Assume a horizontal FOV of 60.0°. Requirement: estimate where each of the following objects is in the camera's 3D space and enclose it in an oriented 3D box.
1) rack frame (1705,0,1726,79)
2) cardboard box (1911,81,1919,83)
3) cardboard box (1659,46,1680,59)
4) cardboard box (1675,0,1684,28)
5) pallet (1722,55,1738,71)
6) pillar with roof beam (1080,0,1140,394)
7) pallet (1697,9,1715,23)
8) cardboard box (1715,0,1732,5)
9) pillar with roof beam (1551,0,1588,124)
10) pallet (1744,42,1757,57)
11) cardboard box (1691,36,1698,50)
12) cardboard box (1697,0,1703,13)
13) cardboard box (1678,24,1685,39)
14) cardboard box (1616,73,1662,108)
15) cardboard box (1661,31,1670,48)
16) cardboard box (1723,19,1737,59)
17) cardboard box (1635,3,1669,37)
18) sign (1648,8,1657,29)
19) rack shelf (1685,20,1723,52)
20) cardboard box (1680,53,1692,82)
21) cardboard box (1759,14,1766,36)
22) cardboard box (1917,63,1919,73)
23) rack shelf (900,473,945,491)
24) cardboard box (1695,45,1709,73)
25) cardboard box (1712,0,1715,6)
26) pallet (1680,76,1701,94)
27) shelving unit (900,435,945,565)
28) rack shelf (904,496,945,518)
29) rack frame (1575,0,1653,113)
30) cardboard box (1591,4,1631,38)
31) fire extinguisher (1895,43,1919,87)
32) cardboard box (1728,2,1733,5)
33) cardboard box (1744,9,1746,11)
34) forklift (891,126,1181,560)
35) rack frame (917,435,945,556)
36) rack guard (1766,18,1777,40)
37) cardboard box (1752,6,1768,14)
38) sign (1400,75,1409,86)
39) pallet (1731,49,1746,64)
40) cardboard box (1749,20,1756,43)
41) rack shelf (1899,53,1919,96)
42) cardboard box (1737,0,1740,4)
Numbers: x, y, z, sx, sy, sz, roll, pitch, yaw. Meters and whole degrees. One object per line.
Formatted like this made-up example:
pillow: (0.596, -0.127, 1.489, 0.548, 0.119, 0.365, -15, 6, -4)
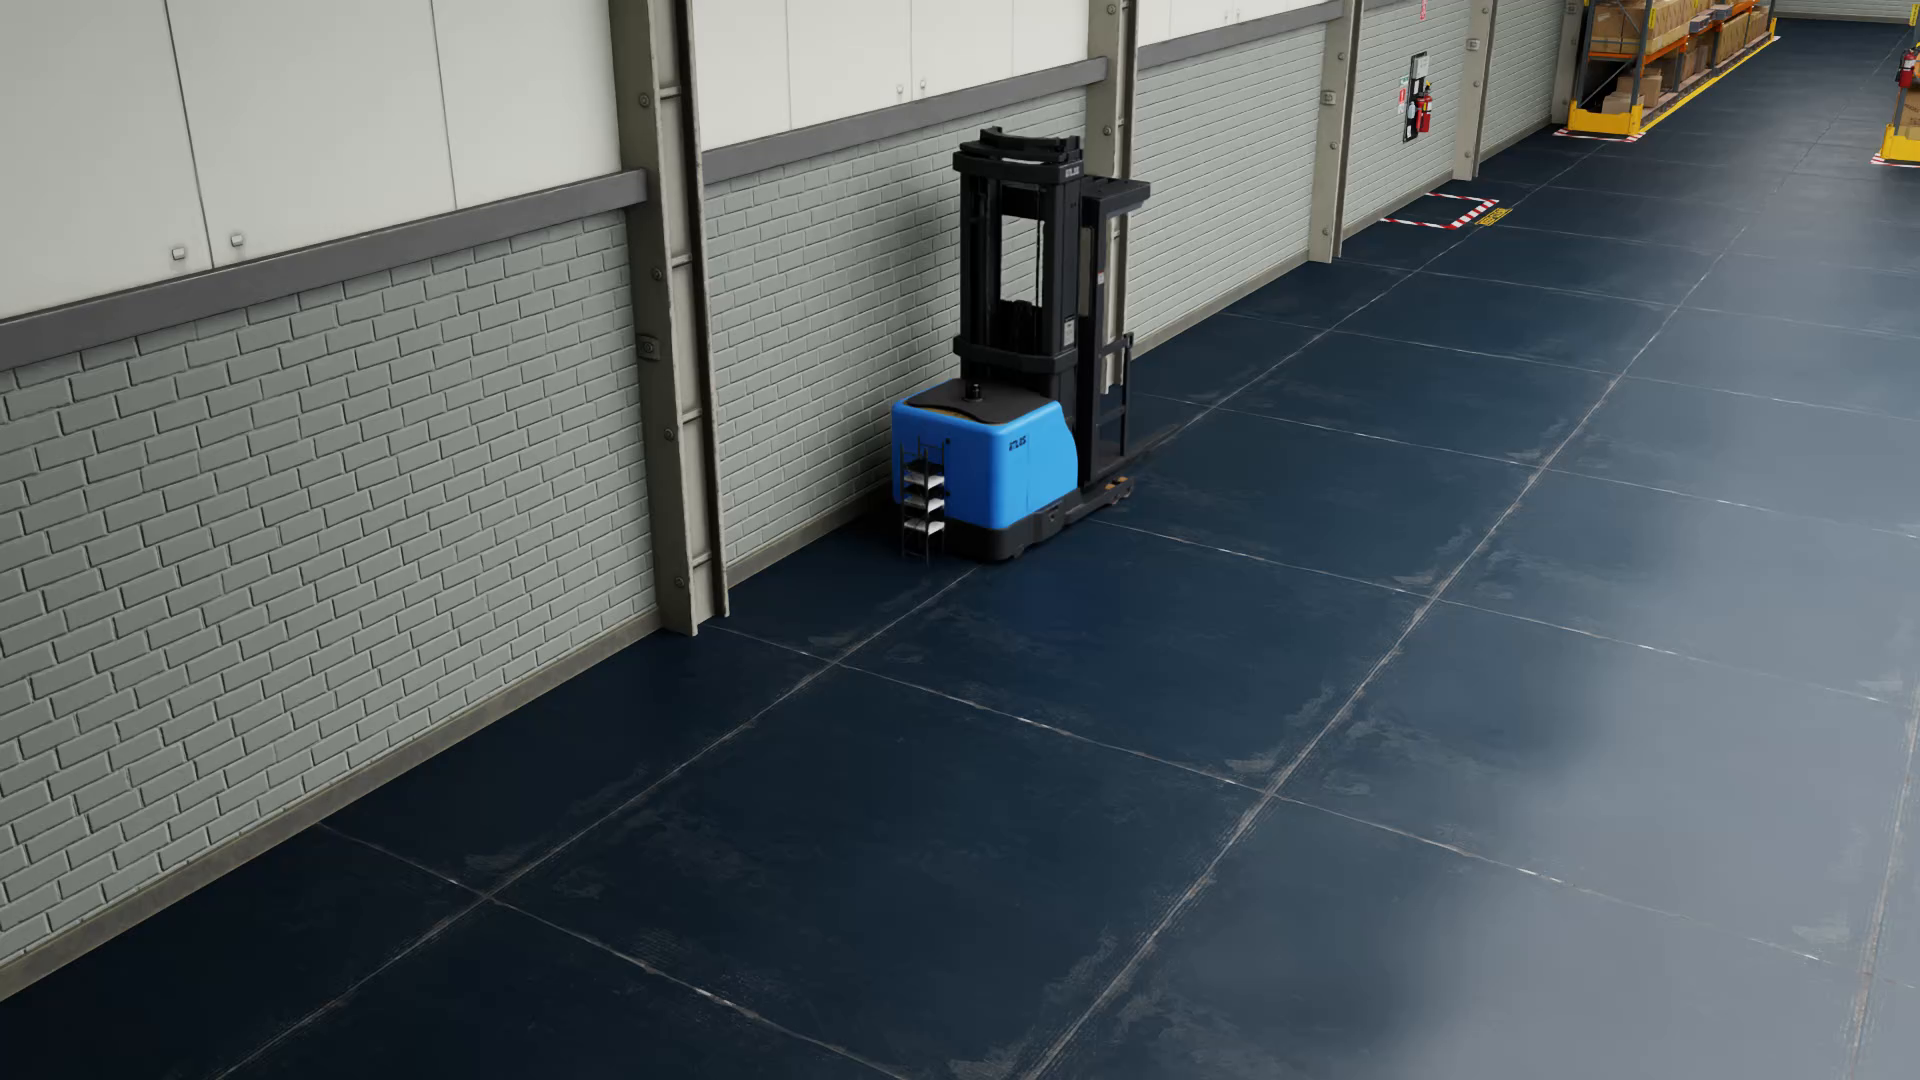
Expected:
rack frame: (15.434, -11.214, 34.714, 1.000, 3.000, 0.127, 14, 27, 29)
cardboard box: (16.235, -7.505, 28.134, 0.500, 0.500, 0.500, 14, 27, 29)
cardboard box: (13.928, -9.664, 32.783, 0.500, 0.250, 0.500, 13, 27, 28)
cardboard box: (12.805, -9.587, 30.175, 0.500, 0.500, 0.500, 13, 27, 27)
pallet: (16.559, -10.595, 36.794, 1.003, 0.211, 1.213, 14, 27, 29)
pillar with roof beam: (5.011, -4.707, 12.132, 9.100, 9.000, 0.400, 14, 27, 29)
pallet: (14.425, -10.449, 33.189, 1.003, 0.211, 1.213, 14, 27, 29)
cardboard box: (15.908, -11.516, 34.886, 0.500, 0.500, 0.500, 15, 27, 30)
pillar with roof beam: (14.506, -10.783, 26.166, 9.100, 9.000, 0.400, 14, 27, 29)
pallet: (18.012, -11.525, 38.942, 1.003, 0.211, 1.213, 14, 27, 29)
cardboard box: (14.745, -10.180, 33.974, 0.500, 0.250, 0.500, 14, 27, 30)
cardboard box: (14.243, -10.692, 32.830, 0.700, 0.500, 0.500, 18, 29, 36)
cardboard box: (13.062, -9.415, 30.721, 0.500, 0.250, 0.500, 14, 27, 29)
cardboard box: (12.386, -8.213, 30.375, 0.700, 0.500, 0.500, 12, 26, 26)
cardboard box: (12.277, -8.902, 29.536, 0.500, 0.250, 0.500, 13, 27, 28)
cardboard box: (16.401, -10.935, 36.248, 0.750, 0.750, 0.750, 14, 27, 29)
cardboard box: (11.991, -9.061, 28.961, 0.500, 0.500, 0.500, 14, 27, 29)
sign: (11.675, -8.798, 28.043, 0.100, 0.325, 0.005, 14, 27, 29)
rack shelf: (14.379, -10.209, 33.298, 1.077, 0.370, 4.000, 14, 27, 29)
cardboard box: (14.232, -9.520, 33.392, 0.700, 0.500, 0.500, 14, 27, 30)
cardboard box: (19.106, -12.534, 40.380, 0.700, 0.500, 0.500, 14, 27, 29)
cardboard box: (15.682, -7.678, 26.420, 0.700, 0.500, 0.500, 14, 27, 29)
rack shelf: (-0.270, -0.422, 12.058, 0.258, 0.077, 0.200, 16, 28, 32)
cardboard box: (15.099, -10.015, 34.537, 0.700, 0.500, 0.500, 14, 27, 30)
cardboard box: (15.195, -11.301, 34.236, 0.700, 0.500, 0.500, 11, 26, 23)
pallet: (14.377, -9.261, 33.713, 1.003, 0.211, 1.213, 14, 27, 29)
shelving unit: (-0.270, -0.287, 12.117, 0.258, 0.900, 0.210, 16, 28, 32)
rack shelf: (-0.270, -0.257, 12.130, 0.258, 0.077, 0.200, 16, 28, 32)
rack frame: (11.214, -8.514, 28.477, 1.000, 3.000, 0.127, 14, 27, 29)
cardboard box: (11.282, -9.002, 28.825, 0.500, 0.500, 0.500, 14, 27, 28)
fire extinguisher: (14.968, -7.499, 26.230, 0.296, 0.674, 0.183, 14, 27, 29)
cardboard box: (16.157, -11.326, 35.263, 0.380, 0.149, 0.250, 15, 27, 31)
cardboard box: (18.599, -12.656, 39.847, 0.380, 0.149, 0.250, 14, 27, 29)
forklift: (0.747, -1.724, 12.879, 1.130, 2.935, 3.031, 16, 28, 32)
rack frame: (-0.211, -0.320, 12.192, 0.240, 0.900, 0.006, 16, 28, 32)
rack guard: (19.667, -12.775, 41.467, 1.175, 0.500, 0.348, 14, 27, 29)
cardboard box: (19.323, -12.832, 40.254, 0.380, 0.149, 0.250, 15, 27, 30)
sign: (5.979, -6.175, 22.361, 0.001, 0.109, 0.331, 14, 27, 29)
pallet: (17.201, -11.008, 37.749, 1.003, 0.211, 1.213, 14, 27, 29)
cardboard box: (18.294, -12.010, 39.170, 0.700, 0.500, 0.500, 14, 27, 28)
rack shelf: (16.480, -7.822, 27.784, 1.077, 0.370, 4.000, 14, 27, 29)
cardboard box: (16.899, -11.865, 36.509, 0.380, 0.149, 0.250, 13, 27, 28)
